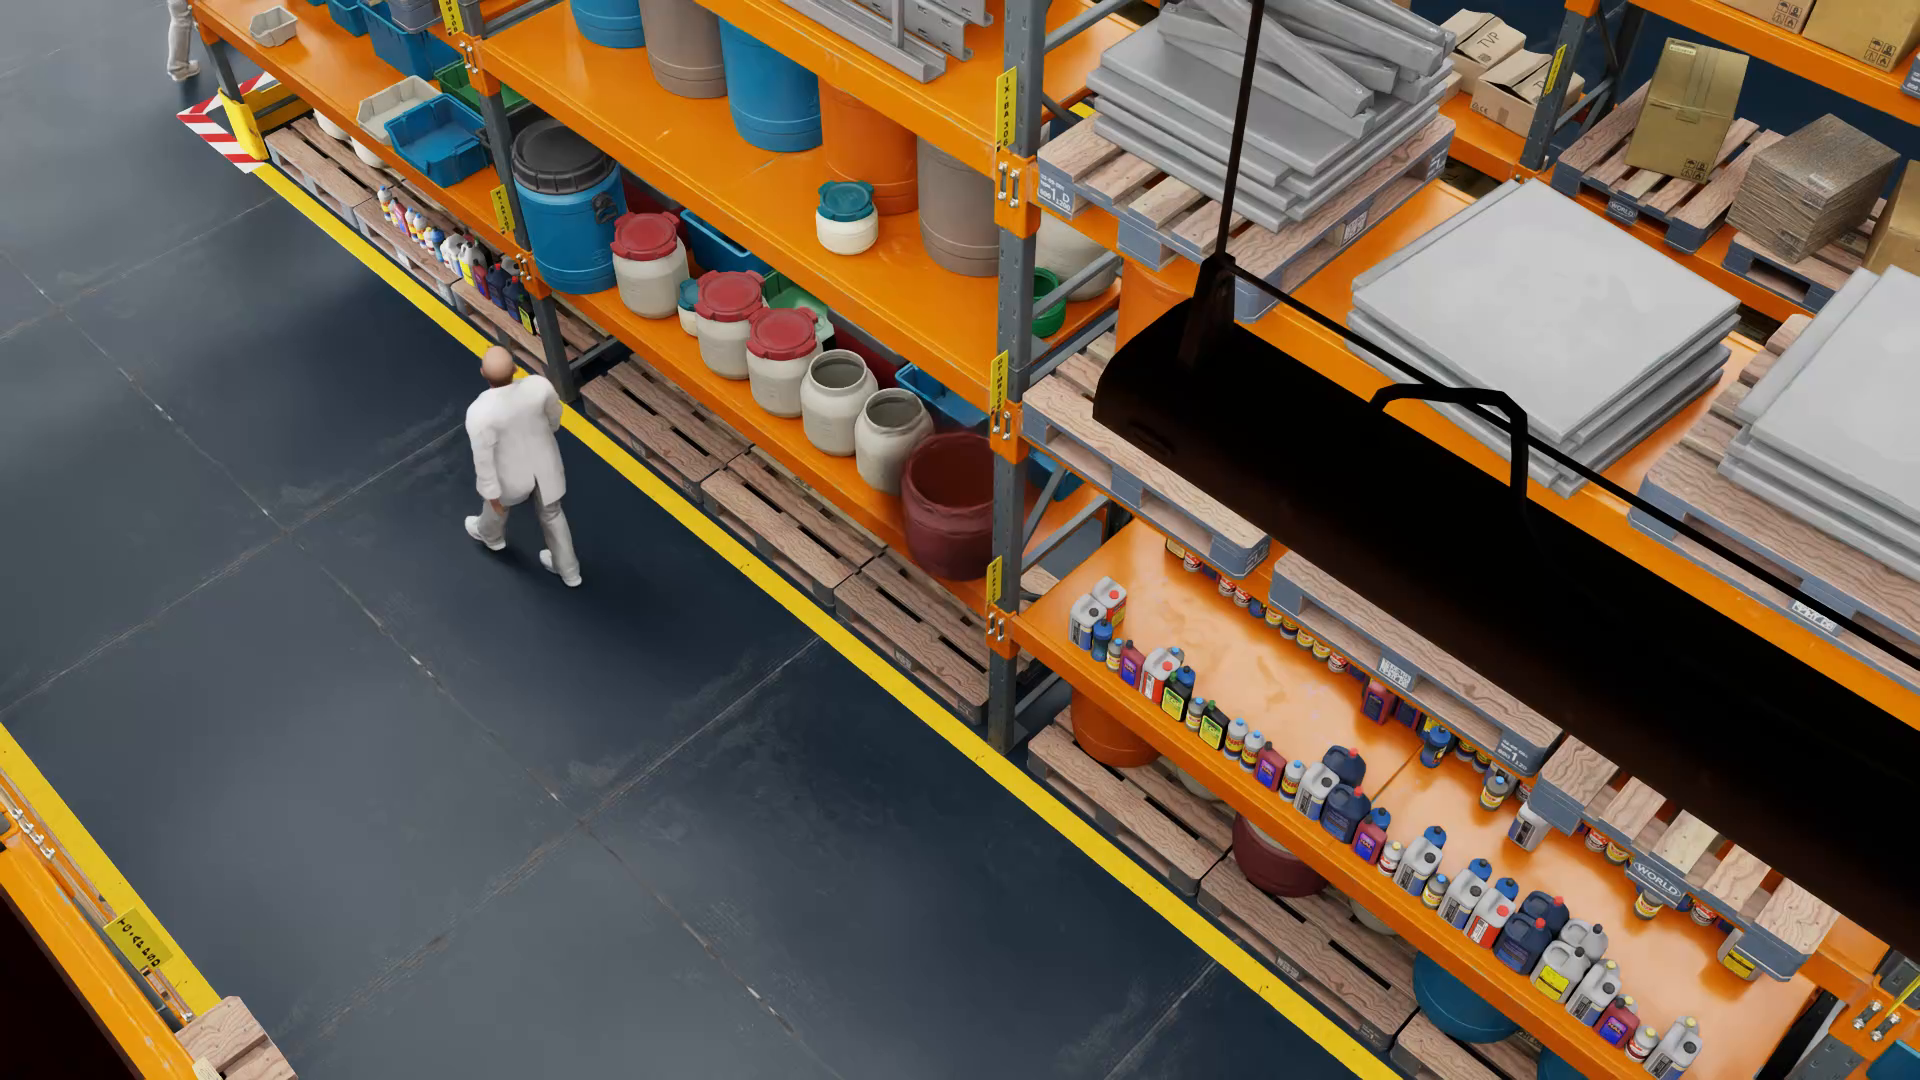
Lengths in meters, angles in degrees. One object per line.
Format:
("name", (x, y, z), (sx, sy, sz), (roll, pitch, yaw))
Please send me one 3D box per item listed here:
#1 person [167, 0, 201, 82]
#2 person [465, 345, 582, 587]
("person", (-6.210, -4.541, 13.069), (0.541, 1.756, 0.870), (24, 54, 19))
("person", (-2.605, -0.518, 9.668), (0.651, 1.774, 0.861), (-28, 56, -22))
